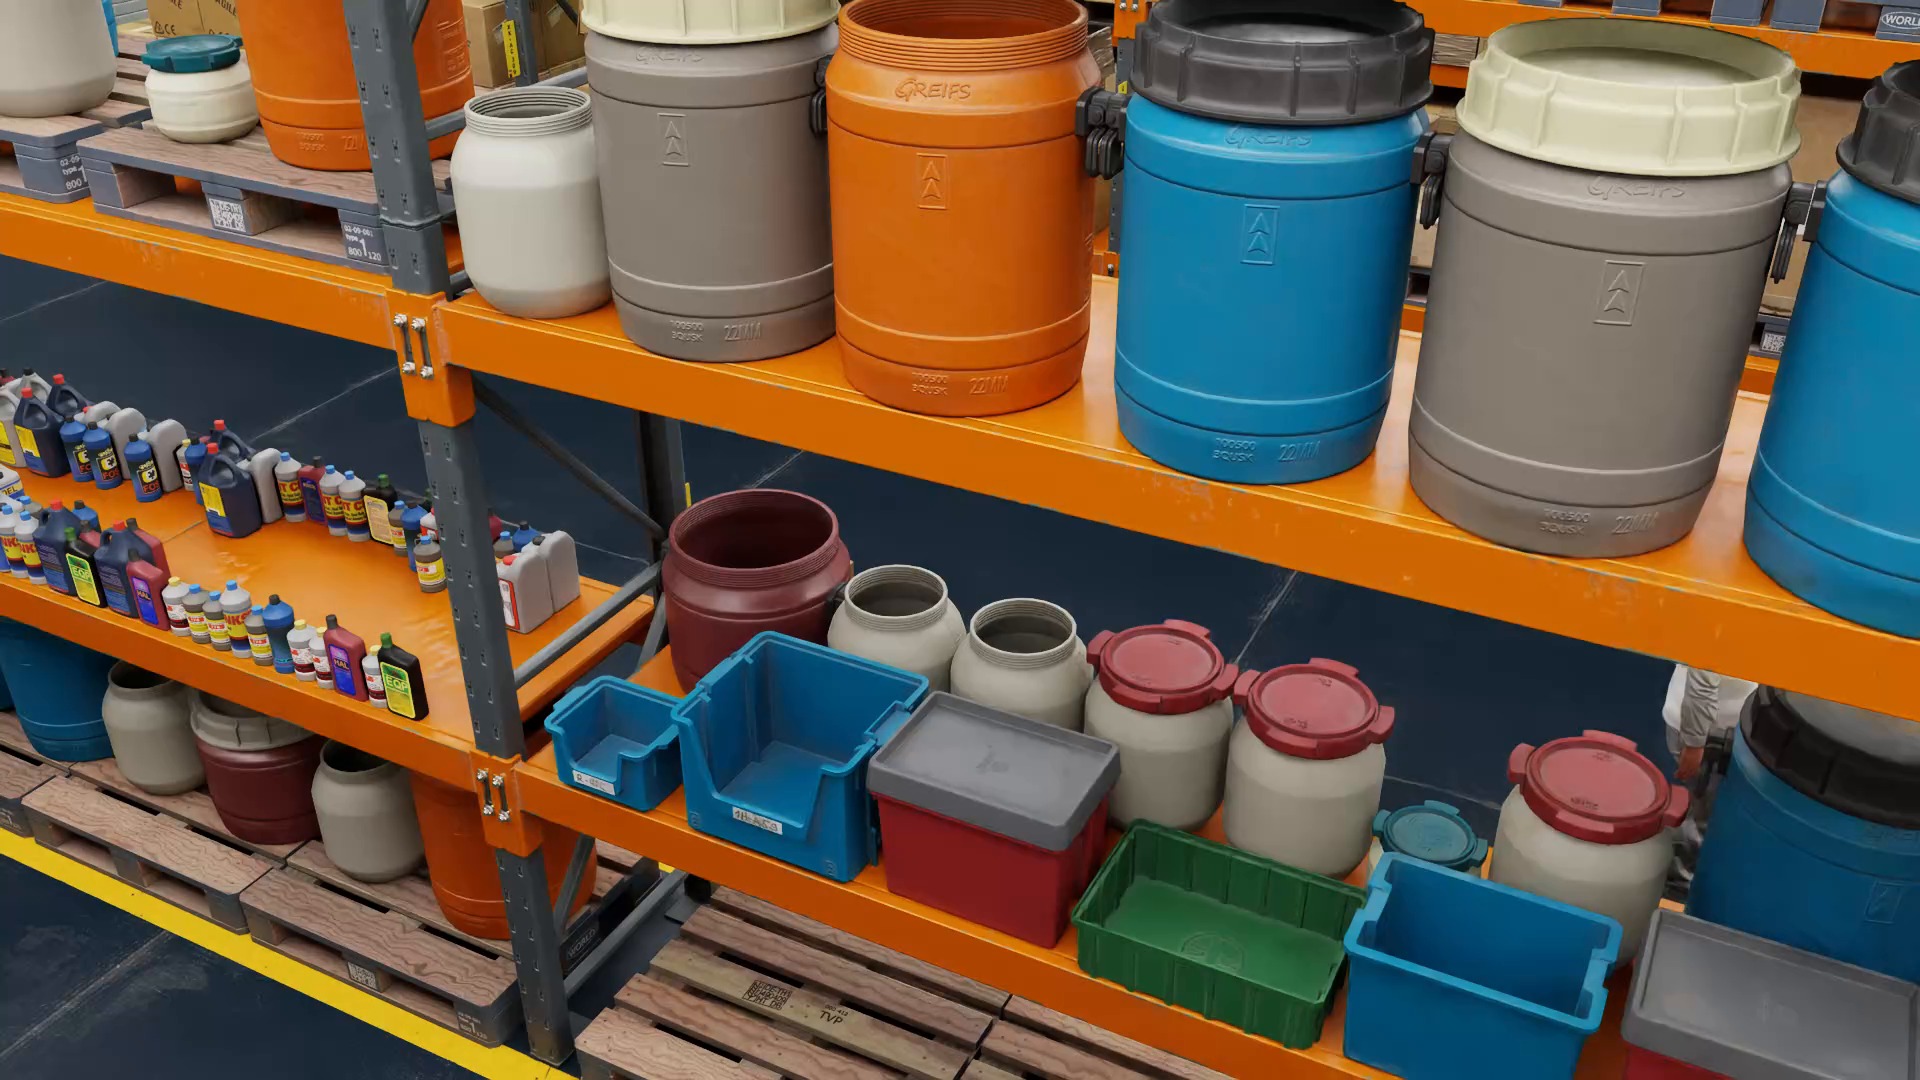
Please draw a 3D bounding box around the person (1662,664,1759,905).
[{"bbox_3d":[2.682,0.624,5.982,0.641,1.759,0.541,17,34,27],"label":"person"}]
